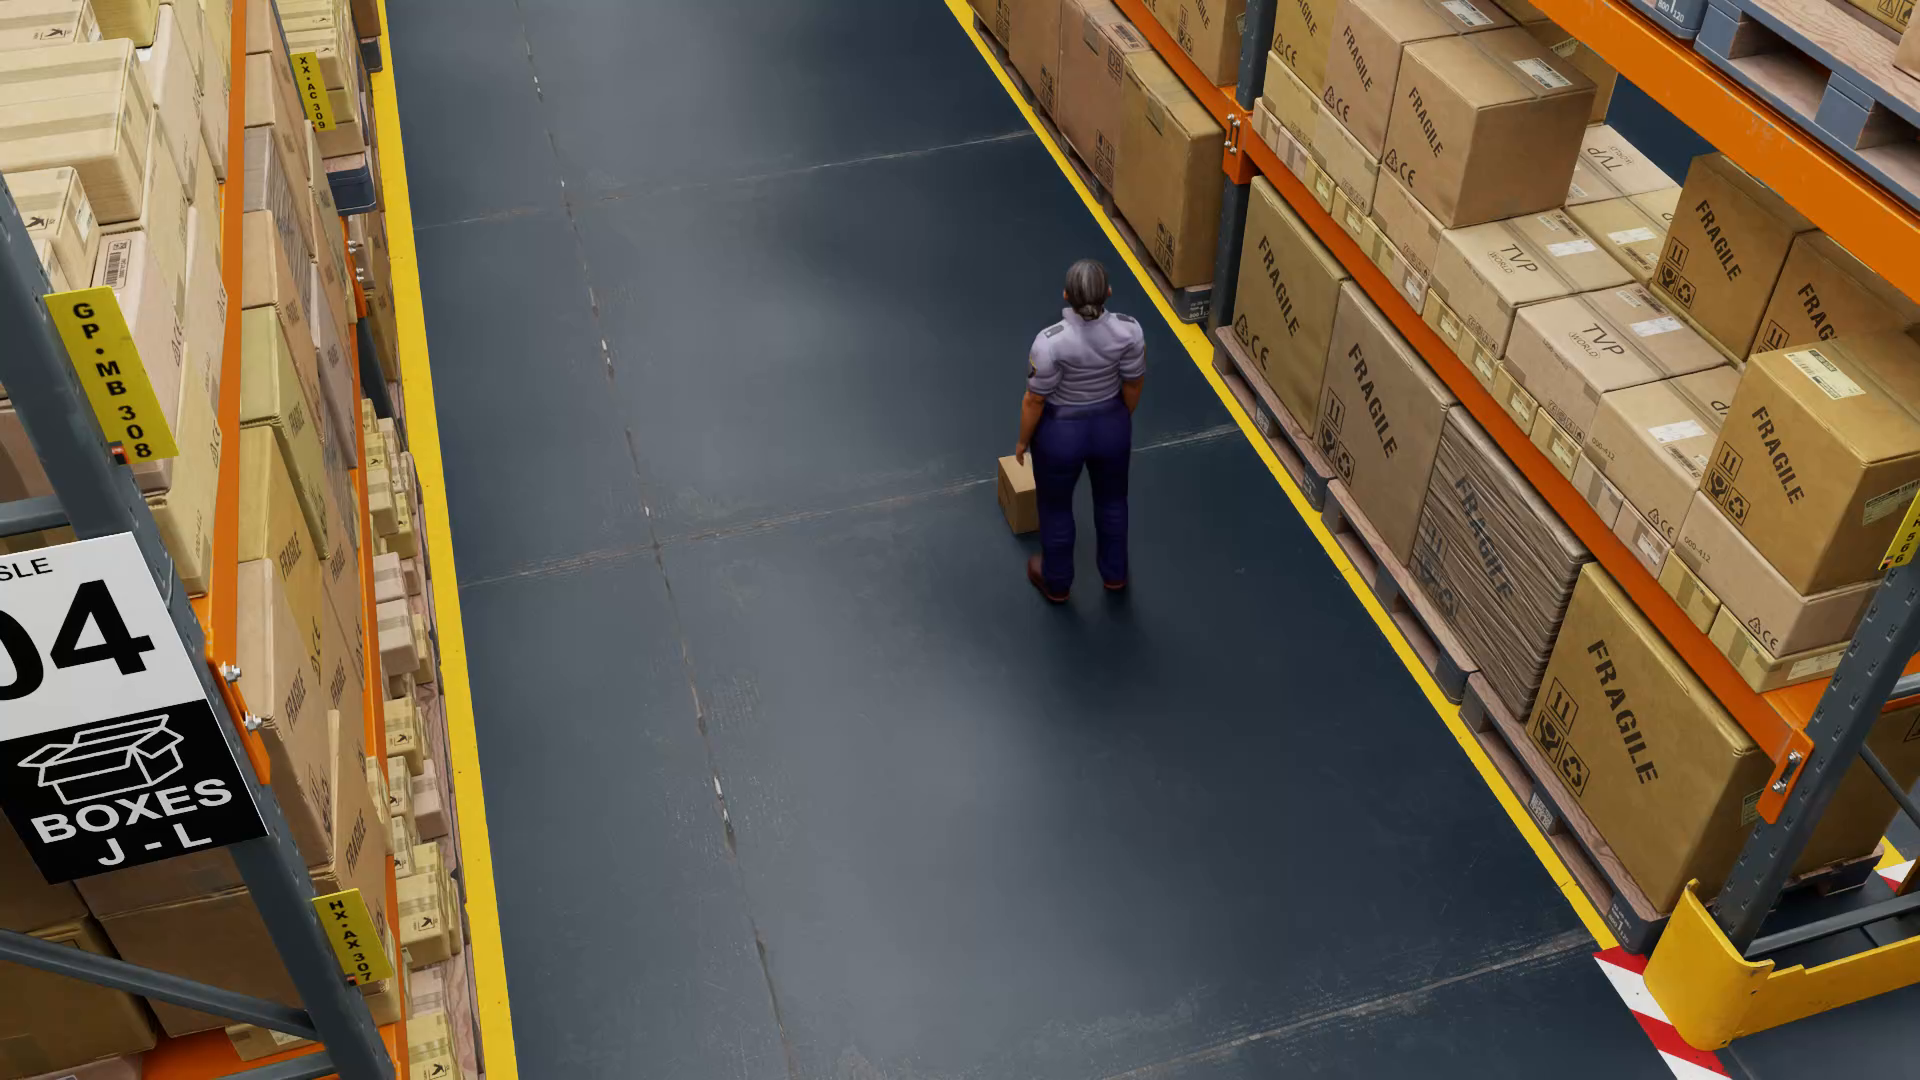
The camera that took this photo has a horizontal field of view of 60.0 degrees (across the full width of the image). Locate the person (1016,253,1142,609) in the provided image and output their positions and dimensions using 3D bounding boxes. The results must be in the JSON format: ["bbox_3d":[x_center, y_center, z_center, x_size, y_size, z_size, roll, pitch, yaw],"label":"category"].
[{"bbox_3d":[0.456,-0.400,6.625,0.480,1.634,0.340,-11,44,-12],"label":"person"}]
